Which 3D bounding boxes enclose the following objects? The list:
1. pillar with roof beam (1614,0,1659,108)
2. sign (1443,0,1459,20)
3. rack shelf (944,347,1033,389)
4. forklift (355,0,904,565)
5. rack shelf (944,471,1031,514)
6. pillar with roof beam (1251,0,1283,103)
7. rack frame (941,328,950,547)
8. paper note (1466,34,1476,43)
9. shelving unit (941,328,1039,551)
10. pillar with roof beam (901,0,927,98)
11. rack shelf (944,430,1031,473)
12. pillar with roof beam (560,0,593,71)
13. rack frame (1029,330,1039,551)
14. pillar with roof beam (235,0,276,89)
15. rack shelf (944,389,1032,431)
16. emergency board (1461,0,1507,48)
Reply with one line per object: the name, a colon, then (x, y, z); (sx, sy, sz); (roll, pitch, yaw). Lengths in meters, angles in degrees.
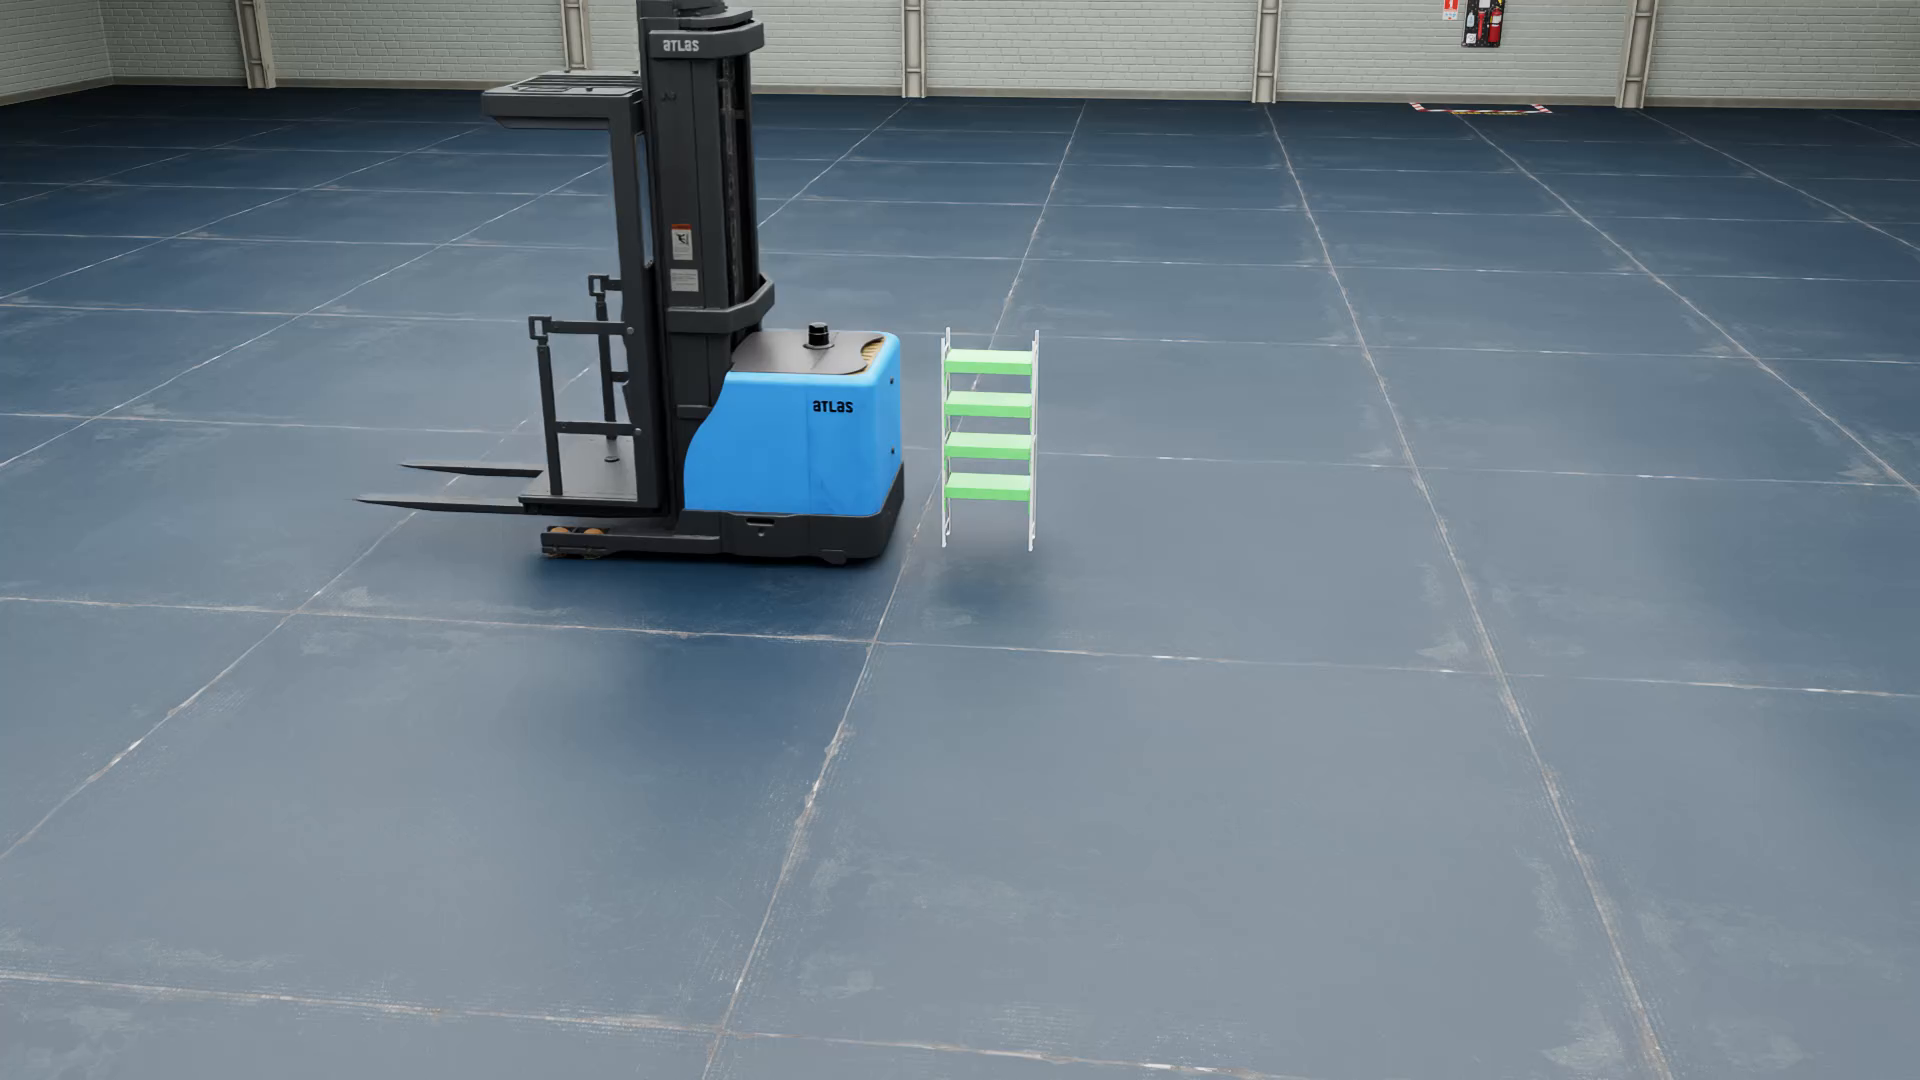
pillar with roof beam: (10.618, -9.822, 22.044); (0.400, 9.000, 9.100); (2, 22, 6)
sign: (8.138, -8.803, 27.577); (0.234, 0.329, 0.001); (2, 22, 6)
rack shelf: (0.164, -0.938, 9.048); (0.480, 0.148, 0.258); (2, 22, 6)
forklift: (-1.884, -1.445, 9.109); (3.031, 2.935, 1.130); (2, 22, 6)
rack shelf: (0.164, -0.268, 9.313); (0.480, 0.148, 0.258); (2, 22, 6)
pillar with roof beam: (4.660, -10.081, 22.700); (0.400, 9.000, 9.100); (2, 22, 6)
rack frame: (-0.078, -0.561, 9.228); (0.015, 1.200, 0.240); (2, 22, 6)
paper note: (8.508, -8.348, 27.673); (0.142, 0.148, 0.016); (2, 22, 6)
shelving unit: (0.164, -0.551, 9.201); (0.503, 1.200, 0.258); (2, 22, 6)
pillar with roof beam: (-1.299, -10.341, 23.357); (0.400, 9.000, 9.100); (2, 22, 6)
rack shelf: (0.164, -0.491, 9.225); (0.480, 0.148, 0.258); (2, 22, 6)
pillar with roof beam: (-7.257, -10.601, 24.013); (0.400, 9.000, 9.100); (2, 22, 6)
rack frame: (0.407, -0.540, 9.174); (0.015, 1.200, 0.240); (2, 22, 6)
pillar with roof beam: (-13.215, -10.860, 24.670); (0.400, 9.000, 9.100); (2, 22, 6)
rack shelf: (0.164, -0.715, 9.136); (0.480, 0.148, 0.258); (2, 22, 6)
emergency board: (8.675, -8.724, 27.428); (0.643, 1.169, 0.194); (2, 22, 6)
